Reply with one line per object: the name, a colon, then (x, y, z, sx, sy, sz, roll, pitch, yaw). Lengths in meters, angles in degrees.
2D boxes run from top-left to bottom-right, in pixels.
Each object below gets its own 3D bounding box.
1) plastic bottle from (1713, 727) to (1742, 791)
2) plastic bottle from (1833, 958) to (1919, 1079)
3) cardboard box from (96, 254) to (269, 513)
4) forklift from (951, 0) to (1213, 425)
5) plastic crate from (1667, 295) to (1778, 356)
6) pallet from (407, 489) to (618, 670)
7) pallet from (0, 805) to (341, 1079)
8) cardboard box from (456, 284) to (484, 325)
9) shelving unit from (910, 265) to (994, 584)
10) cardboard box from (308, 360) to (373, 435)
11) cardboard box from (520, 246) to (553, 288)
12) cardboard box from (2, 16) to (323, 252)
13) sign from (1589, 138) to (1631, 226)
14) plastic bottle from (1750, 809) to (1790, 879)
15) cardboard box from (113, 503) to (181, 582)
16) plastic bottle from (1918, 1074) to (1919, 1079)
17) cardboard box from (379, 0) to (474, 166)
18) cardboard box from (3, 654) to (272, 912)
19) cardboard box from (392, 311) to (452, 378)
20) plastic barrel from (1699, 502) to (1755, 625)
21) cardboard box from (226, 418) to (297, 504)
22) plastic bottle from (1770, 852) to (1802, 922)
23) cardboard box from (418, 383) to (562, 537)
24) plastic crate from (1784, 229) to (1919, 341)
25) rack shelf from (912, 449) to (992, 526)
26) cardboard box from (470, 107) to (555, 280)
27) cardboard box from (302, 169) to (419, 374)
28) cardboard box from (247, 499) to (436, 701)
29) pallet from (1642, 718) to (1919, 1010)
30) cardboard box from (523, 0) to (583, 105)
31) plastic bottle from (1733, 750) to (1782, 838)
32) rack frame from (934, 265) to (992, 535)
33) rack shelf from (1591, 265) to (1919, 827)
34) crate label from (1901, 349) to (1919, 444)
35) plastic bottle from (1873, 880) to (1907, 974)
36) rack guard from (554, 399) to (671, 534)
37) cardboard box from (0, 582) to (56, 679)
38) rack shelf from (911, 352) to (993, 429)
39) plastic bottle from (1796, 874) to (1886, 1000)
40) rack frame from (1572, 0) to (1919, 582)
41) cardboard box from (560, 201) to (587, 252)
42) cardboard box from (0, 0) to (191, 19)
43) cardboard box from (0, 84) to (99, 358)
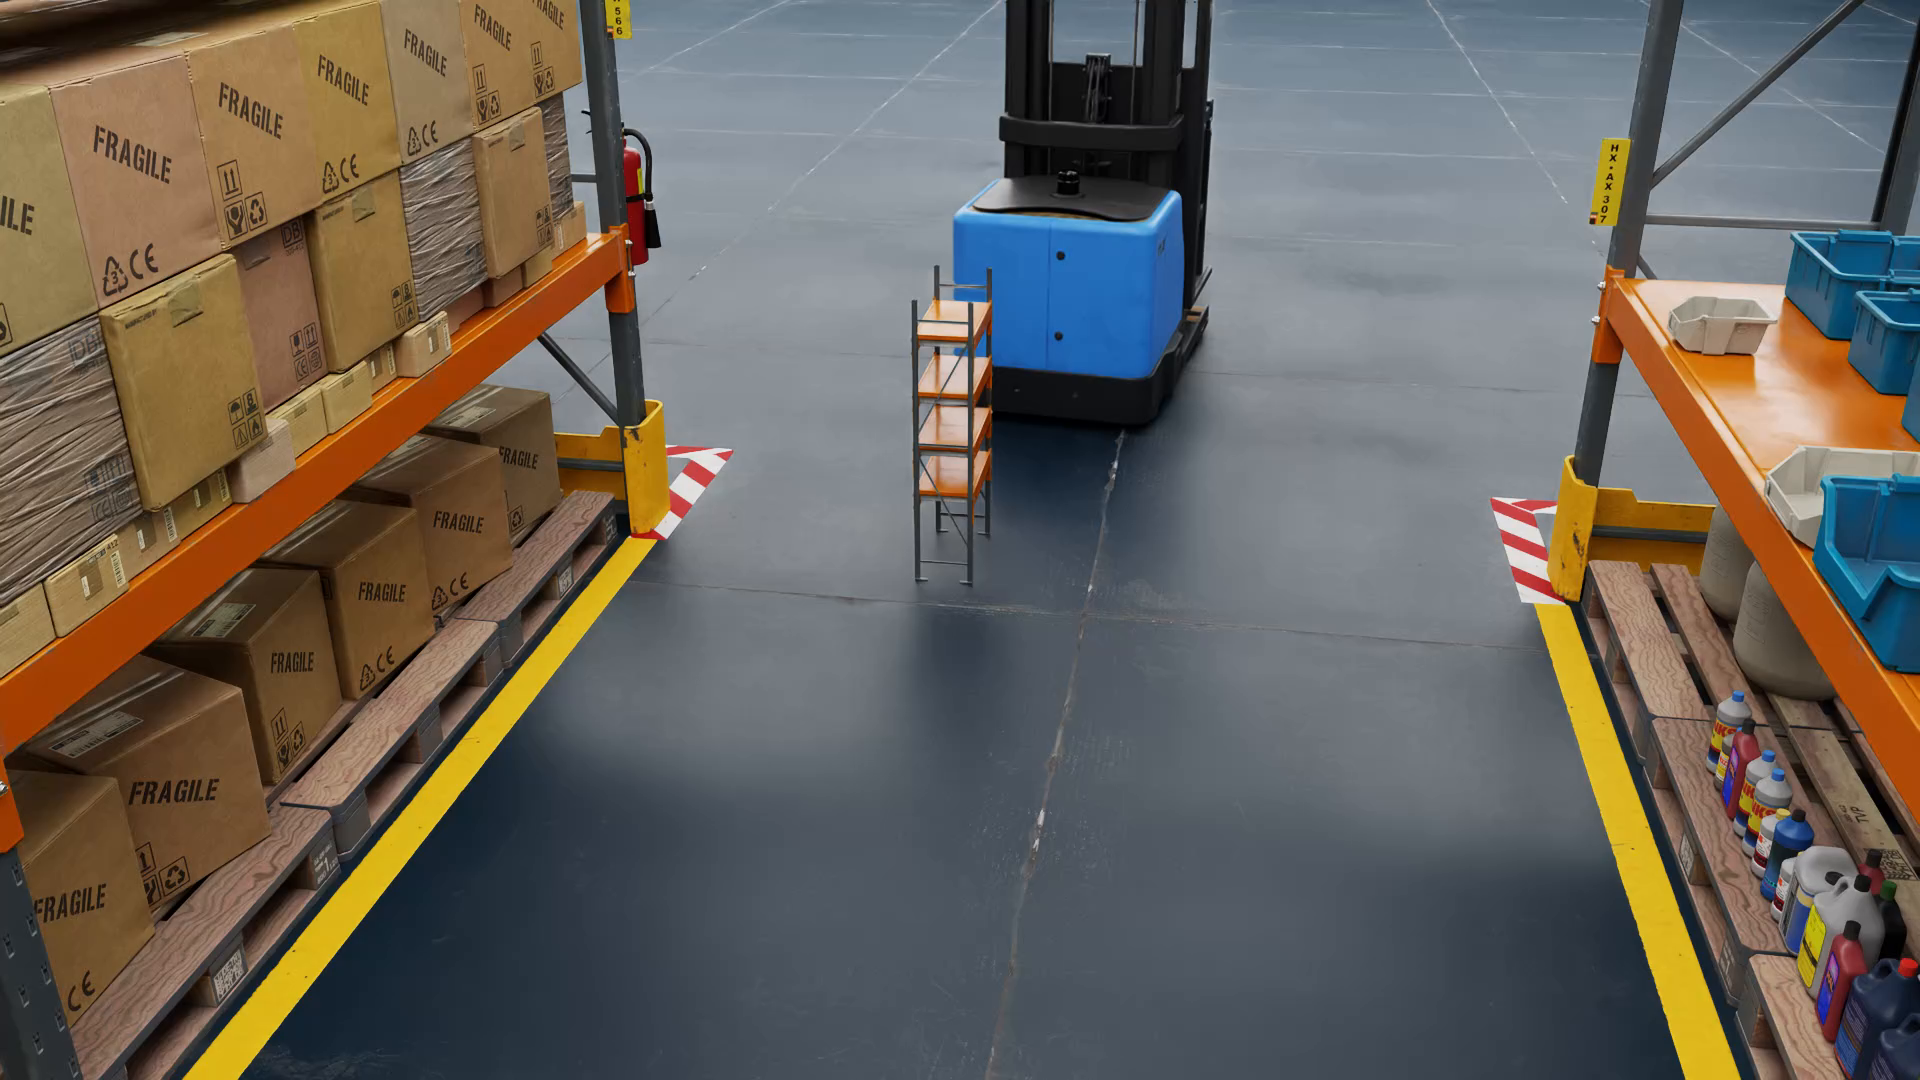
plastic bottle: (2.368, 0.666, 5.070, 0.097, 0.201, 0.097, 0, 25, 0)
plastic bottle: (2.187, 1.122, 3.920, 0.144, 0.351, 0.185, 3, 25, 6)
cardboard box: (-2.300, -0.423, 4.146, 0.875, 0.500, 0.500, 4, 25, 9)
forklift: (0.849, -2.506, 9.145, 1.130, 2.935, 3.031, 7, 26, 14)
plastic crate: (2.525, -0.710, 5.540, 0.298, 0.136, 0.250, 4, 25, 9)
pallet: (-2.078, 0.107, 6.772, 1.003, 0.211, 1.213, 4, 25, 9)
pallet: (-2.477, 1.128, 4.592, 1.003, 0.211, 1.213, 4, 25, 9)
cardboard box: (-1.910, -0.860, 5.845, 0.380, 0.149, 0.250, 4, 25, 9)
shelving unit: (-0.027, -0.474, 6.848, 0.258, 1.200, 0.503, 4, 25, 9)
cardboard box: (-1.988, -0.436, 4.939, 0.380, 0.149, 0.250, 4, 25, 9)
cardboard box: (-1.772, -1.065, 6.283, 0.380, 0.149, 0.250, 4, 25, 9)
cardboard box: (-2.065, -1.074, 4.357, 0.500, 0.500, 0.500, 4, 25, 9)
sign: (2.447, -1.347, 6.263, 0.100, 0.325, 0.005, 4, 25, 9)
plastic bottle: (2.296, 0.850, 4.678, 0.097, 0.201, 0.097, 0, 25, 0)
cardboard box: (-2.152, -0.017, 4.045, 0.380, 0.149, 0.250, 4, 25, 9)
plastic bottle: (2.088, 1.298, 3.624, 0.061, 0.283, 0.133, 5, 26, 11)
cardboard box: (-1.904, -1.492, 5.251, 0.500, 0.500, 0.500, 4, 25, 9)
cardboard box: (-2.360, 0.685, 4.701, 0.500, 0.500, 0.500, 13, 28, 25)
cardboard box: (-1.882, -0.643, 5.382, 0.380, 0.149, 0.250, 4, 25, 9)
plastic barrel: (2.956, 0.035, 6.076, 0.421, 0.512, 0.421, 0, 25, 0)
cardboard box: (-2.039, -0.224, 4.487, 0.380, 0.149, 0.250, 4, 25, 9)
plastic bottle: (2.263, 0.936, 4.495, 0.097, 0.201, 0.097, 0, 25, 0)
cardboard box: (-2.016, -0.323, 6.855, 0.500, 0.500, 0.500, 9, 27, 18)
plastic crate: (3.202, -0.884, 5.777, 0.499, 0.251, 0.616, 4, 25, 9)
rack shelf: (-0.027, -0.233, 6.960, 0.258, 0.148, 0.480, 4, 25, 9)
cardboard box: (-1.978, -1.259, 5.933, 0.875, 0.500, 0.500, 4, 25, 9)
cardboard box: (-2.196, -0.845, 5.048, 0.875, 0.500, 0.500, 4, 25, 9)
cardboard box: (-2.201, 0.190, 5.759, 0.500, 0.500, 0.500, 6, 26, 13)
pallet: (2.683, 0.964, 4.941, 1.003, 0.211, 1.213, 4, 25, 9)
cardboard box: (-1.744, -1.911, 6.145, 0.500, 0.500, 0.500, 4, 25, 9)
plastic bottle: (2.329, 0.735, 4.842, 0.097, 0.271, 0.097, 0, 25, 0)
rack frame: (0.013, -0.576, 7.066, 0.240, 1.200, 0.015, 4, 25, 9)
rack shelf: (2.662, -0.020, 4.602, 1.077, 0.370, 4.000, 4, 25, 9)
crate label: (2.955, -0.409, 4.544, 0.502, 0.435, 0.616, 4, 25, 9)
plastic bottle: (2.345, 1.014, 4.231, 0.061, 0.283, 0.133, 4, 25, 9)
rack guard: (-1.910, -0.361, 7.432, 1.175, 0.500, 0.348, 4, 25, 9)
cardboard box: (-2.220, 0.193, 3.596, 0.380, 0.149, 0.250, 4, 25, 9)
rack shelf: (-0.027, -0.616, 6.781, 0.258, 0.148, 0.480, 4, 25, 9)
plastic bottle: (2.240, 0.987, 4.209, 0.144, 0.351, 0.185, 4, 25, 8)
rack frame: (2.989, -1.182, 6.237, 1.000, 3.000, 0.127, 4, 25, 9)
cardboard box: (-1.741, -1.278, 6.738, 0.380, 0.149, 0.250, 4, 25, 9)
cardboard box: (-2.501, -1.319, 4.882, 0.500, 0.500, 0.500, 4, 25, 9)
cardboard box: (-2.227, -0.655, 3.464, 0.500, 0.500, 0.500, 4, 25, 9)
